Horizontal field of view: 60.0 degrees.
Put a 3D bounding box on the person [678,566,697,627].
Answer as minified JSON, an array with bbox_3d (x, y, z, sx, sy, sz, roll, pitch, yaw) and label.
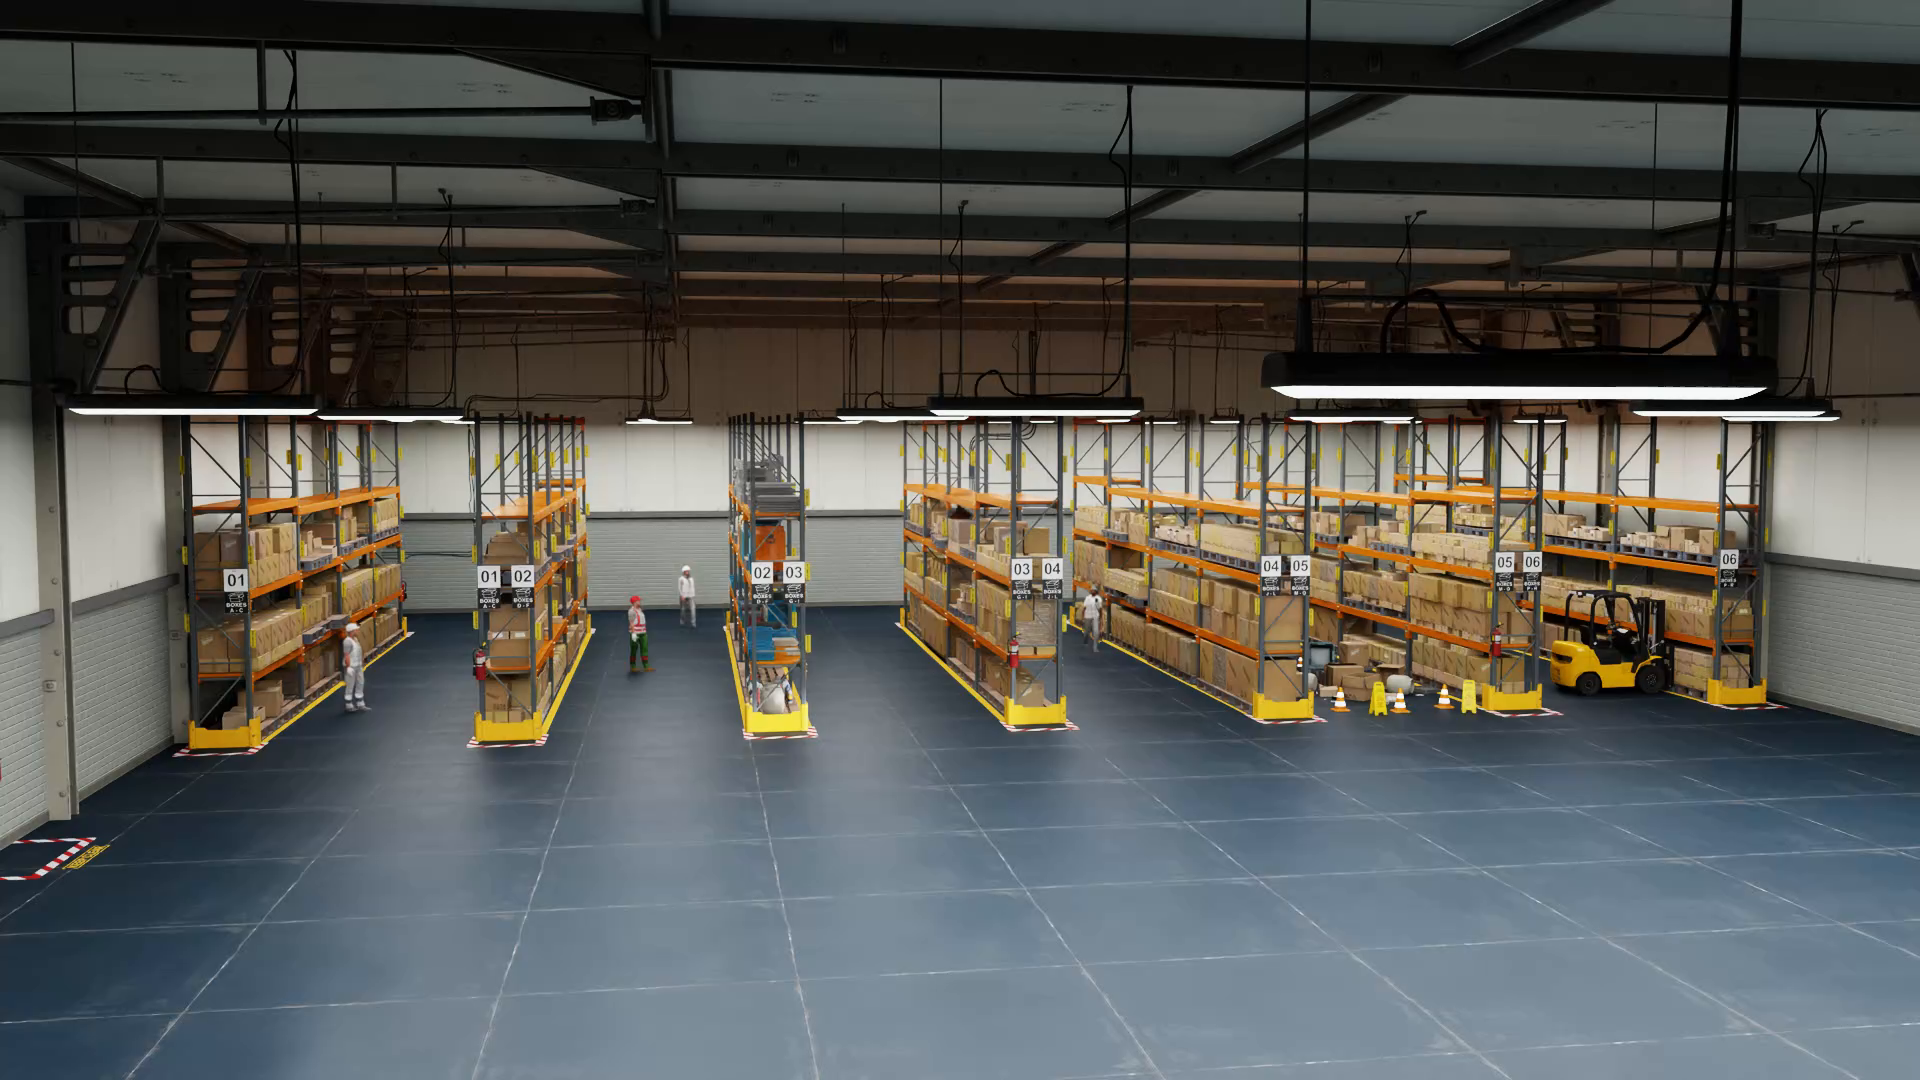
[{"bbox_3d":[-7.811,1.608,47.493,0.499,1.723,0.994,-1,4,-21],"label":"person"}]

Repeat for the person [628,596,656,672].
[{"bbox_3d":[-7.450,2.192,38.860,0.604,1.789,0.588,2,5,33],"label":"person"}]

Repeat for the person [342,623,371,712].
[{"bbox_3d":[-12.172,2.564,33.414,0.420,1.796,0.610,1,4,17],"label":"person"}]

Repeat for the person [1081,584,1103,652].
[{"bbox_3d":[3.220,1.902,40.705,0.557,1.652,0.928,0,4,-4],"label":"person"}]
